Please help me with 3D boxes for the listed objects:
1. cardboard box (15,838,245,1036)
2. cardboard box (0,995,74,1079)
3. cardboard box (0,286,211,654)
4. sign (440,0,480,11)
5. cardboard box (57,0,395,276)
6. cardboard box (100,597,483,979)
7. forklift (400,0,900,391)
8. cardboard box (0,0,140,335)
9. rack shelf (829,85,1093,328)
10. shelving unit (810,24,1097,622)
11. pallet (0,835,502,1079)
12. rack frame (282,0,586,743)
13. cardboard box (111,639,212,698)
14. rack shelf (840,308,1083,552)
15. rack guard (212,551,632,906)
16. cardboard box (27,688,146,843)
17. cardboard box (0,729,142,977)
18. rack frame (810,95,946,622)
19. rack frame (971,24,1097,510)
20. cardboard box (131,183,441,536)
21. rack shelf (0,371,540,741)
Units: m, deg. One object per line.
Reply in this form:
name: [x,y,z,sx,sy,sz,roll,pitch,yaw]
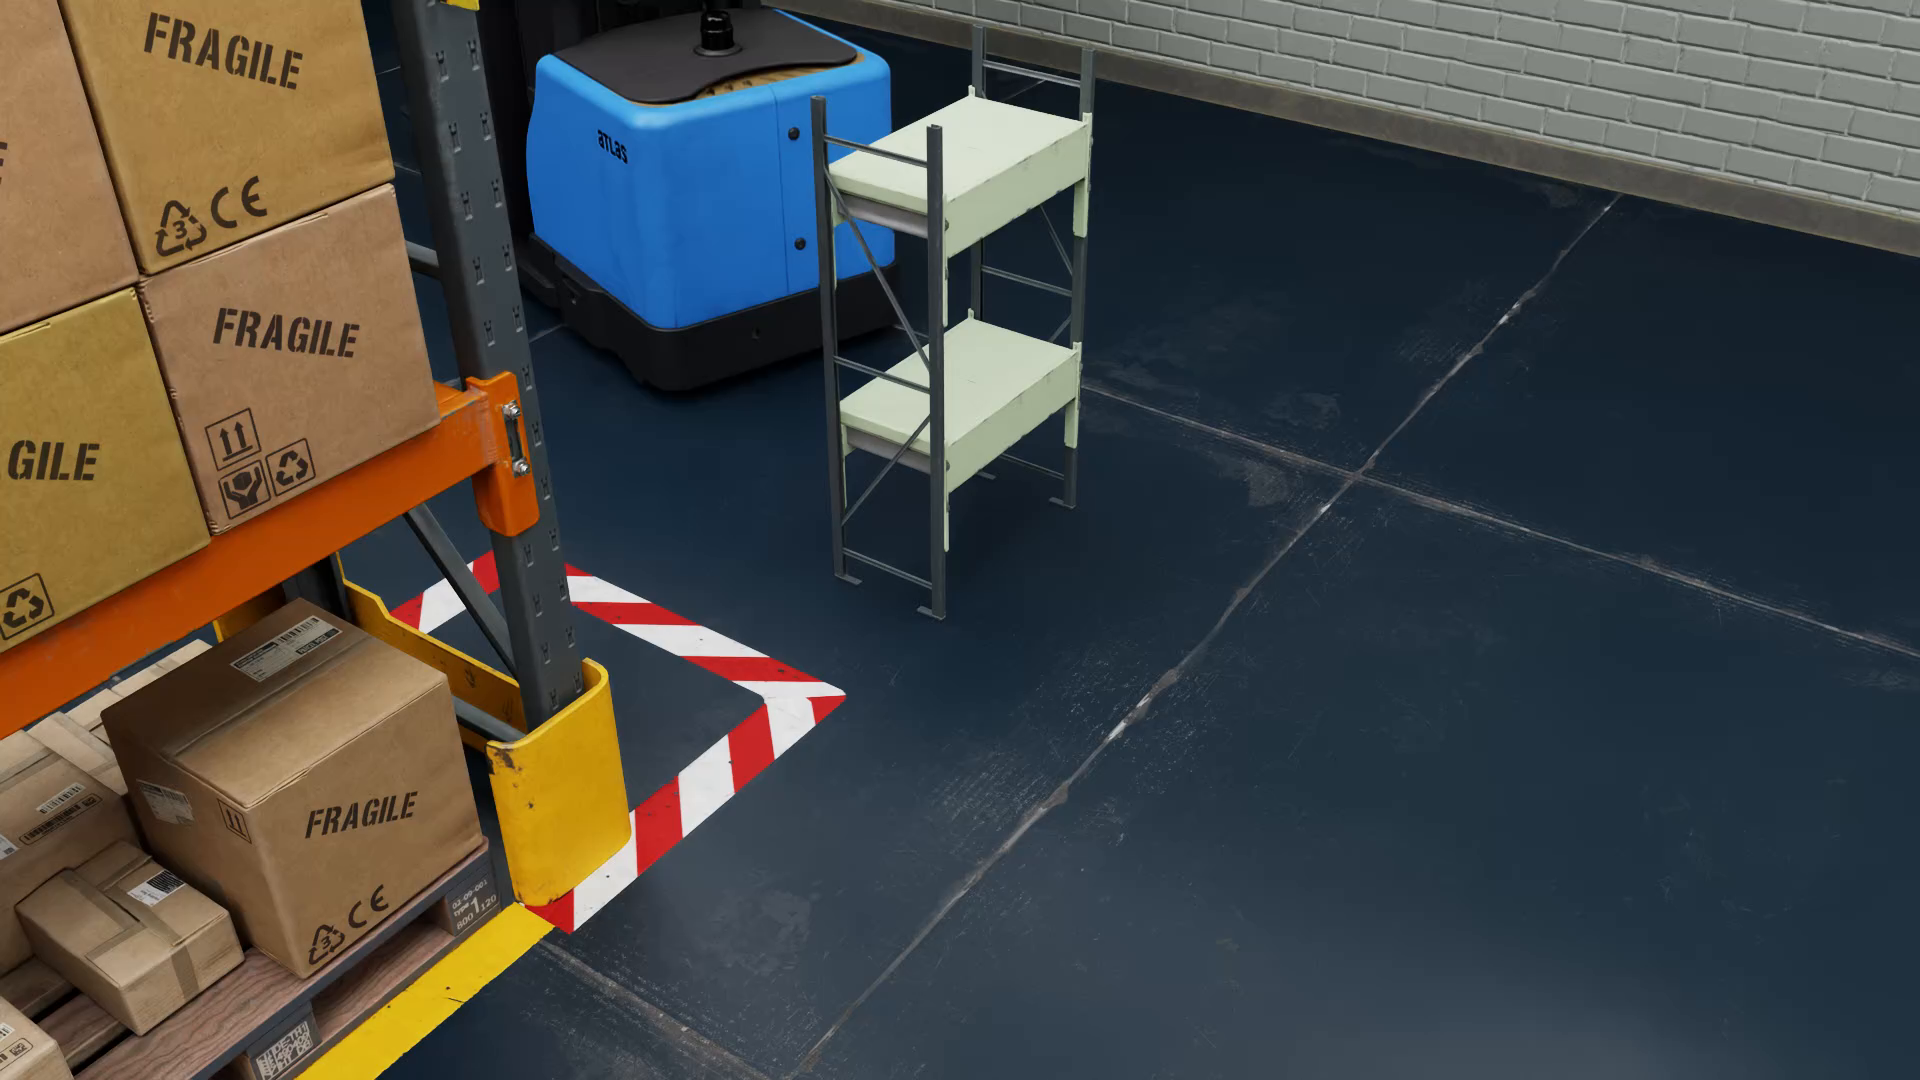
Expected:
cardboard box: [-1.743,0.822,3.493,0.380,0.166,0.250,21,39,28]
cardboard box: [-2.005,1.057,3.071,0.500,0.250,0.500,21,39,28]
cardboard box: [-1.655,-0.165,2.726,0.500,0.500,0.500,22,40,29]
sign: [-0.886,-1.080,2.854,0.100,0.325,0.005,21,39,28]
cardboard box: [-1.359,-0.819,2.802,0.500,0.500,0.500,21,39,28]
cardboard box: [-1.438,0.526,3.633,0.500,0.500,0.500,21,39,28]
forklift: [-1.502,-2.517,6.355,1.130,2.935,3.031,-22,40,-29]
cardboard box: [-1.646,-0.586,2.457,0.500,0.500,0.500,22,40,29]
rack shelf: [-0.004,-0.941,4.607,0.431,0.370,0.720,21,39,28]
shelving unit: [-0.004,-0.618,4.825,0.431,1.500,0.755,21,39,28]
pallet: [-1.828,0.901,3.729,1.003,0.211,1.213,21,39,28]
rack frame: [-1.331,-0.656,3.542,1.000,3.000,0.127,21,39,28]
cardboard box: [-1.852,0.426,4.095,0.380,0.149,0.250,21,39,28]
rack shelf: [-0.004,-0.348,5.008,0.431,0.370,0.720,21,39,28]
rack guard: [-1.374,0.414,4.191,1.175,0.500,0.348,21,39,28]
cardboard box: [-1.994,0.533,3.920,0.380,0.166,0.250,21,39,28]
cardboard box: [-2.159,0.690,3.613,0.500,0.250,0.500,21,39,28]
rack frame: [-0.212,-0.450,4.576,0.400,1.500,0.023,21,39,28]
rack frame: [0.205,-0.787,5.074,0.400,1.500,0.023,21,39,28]
cardboard box: [-1.363,-0.404,3.081,0.500,0.500,0.500,23,40,30]
rack shelf: [-2.471,0.562,2.383,1.077,0.370,4.000,21,39,28]
